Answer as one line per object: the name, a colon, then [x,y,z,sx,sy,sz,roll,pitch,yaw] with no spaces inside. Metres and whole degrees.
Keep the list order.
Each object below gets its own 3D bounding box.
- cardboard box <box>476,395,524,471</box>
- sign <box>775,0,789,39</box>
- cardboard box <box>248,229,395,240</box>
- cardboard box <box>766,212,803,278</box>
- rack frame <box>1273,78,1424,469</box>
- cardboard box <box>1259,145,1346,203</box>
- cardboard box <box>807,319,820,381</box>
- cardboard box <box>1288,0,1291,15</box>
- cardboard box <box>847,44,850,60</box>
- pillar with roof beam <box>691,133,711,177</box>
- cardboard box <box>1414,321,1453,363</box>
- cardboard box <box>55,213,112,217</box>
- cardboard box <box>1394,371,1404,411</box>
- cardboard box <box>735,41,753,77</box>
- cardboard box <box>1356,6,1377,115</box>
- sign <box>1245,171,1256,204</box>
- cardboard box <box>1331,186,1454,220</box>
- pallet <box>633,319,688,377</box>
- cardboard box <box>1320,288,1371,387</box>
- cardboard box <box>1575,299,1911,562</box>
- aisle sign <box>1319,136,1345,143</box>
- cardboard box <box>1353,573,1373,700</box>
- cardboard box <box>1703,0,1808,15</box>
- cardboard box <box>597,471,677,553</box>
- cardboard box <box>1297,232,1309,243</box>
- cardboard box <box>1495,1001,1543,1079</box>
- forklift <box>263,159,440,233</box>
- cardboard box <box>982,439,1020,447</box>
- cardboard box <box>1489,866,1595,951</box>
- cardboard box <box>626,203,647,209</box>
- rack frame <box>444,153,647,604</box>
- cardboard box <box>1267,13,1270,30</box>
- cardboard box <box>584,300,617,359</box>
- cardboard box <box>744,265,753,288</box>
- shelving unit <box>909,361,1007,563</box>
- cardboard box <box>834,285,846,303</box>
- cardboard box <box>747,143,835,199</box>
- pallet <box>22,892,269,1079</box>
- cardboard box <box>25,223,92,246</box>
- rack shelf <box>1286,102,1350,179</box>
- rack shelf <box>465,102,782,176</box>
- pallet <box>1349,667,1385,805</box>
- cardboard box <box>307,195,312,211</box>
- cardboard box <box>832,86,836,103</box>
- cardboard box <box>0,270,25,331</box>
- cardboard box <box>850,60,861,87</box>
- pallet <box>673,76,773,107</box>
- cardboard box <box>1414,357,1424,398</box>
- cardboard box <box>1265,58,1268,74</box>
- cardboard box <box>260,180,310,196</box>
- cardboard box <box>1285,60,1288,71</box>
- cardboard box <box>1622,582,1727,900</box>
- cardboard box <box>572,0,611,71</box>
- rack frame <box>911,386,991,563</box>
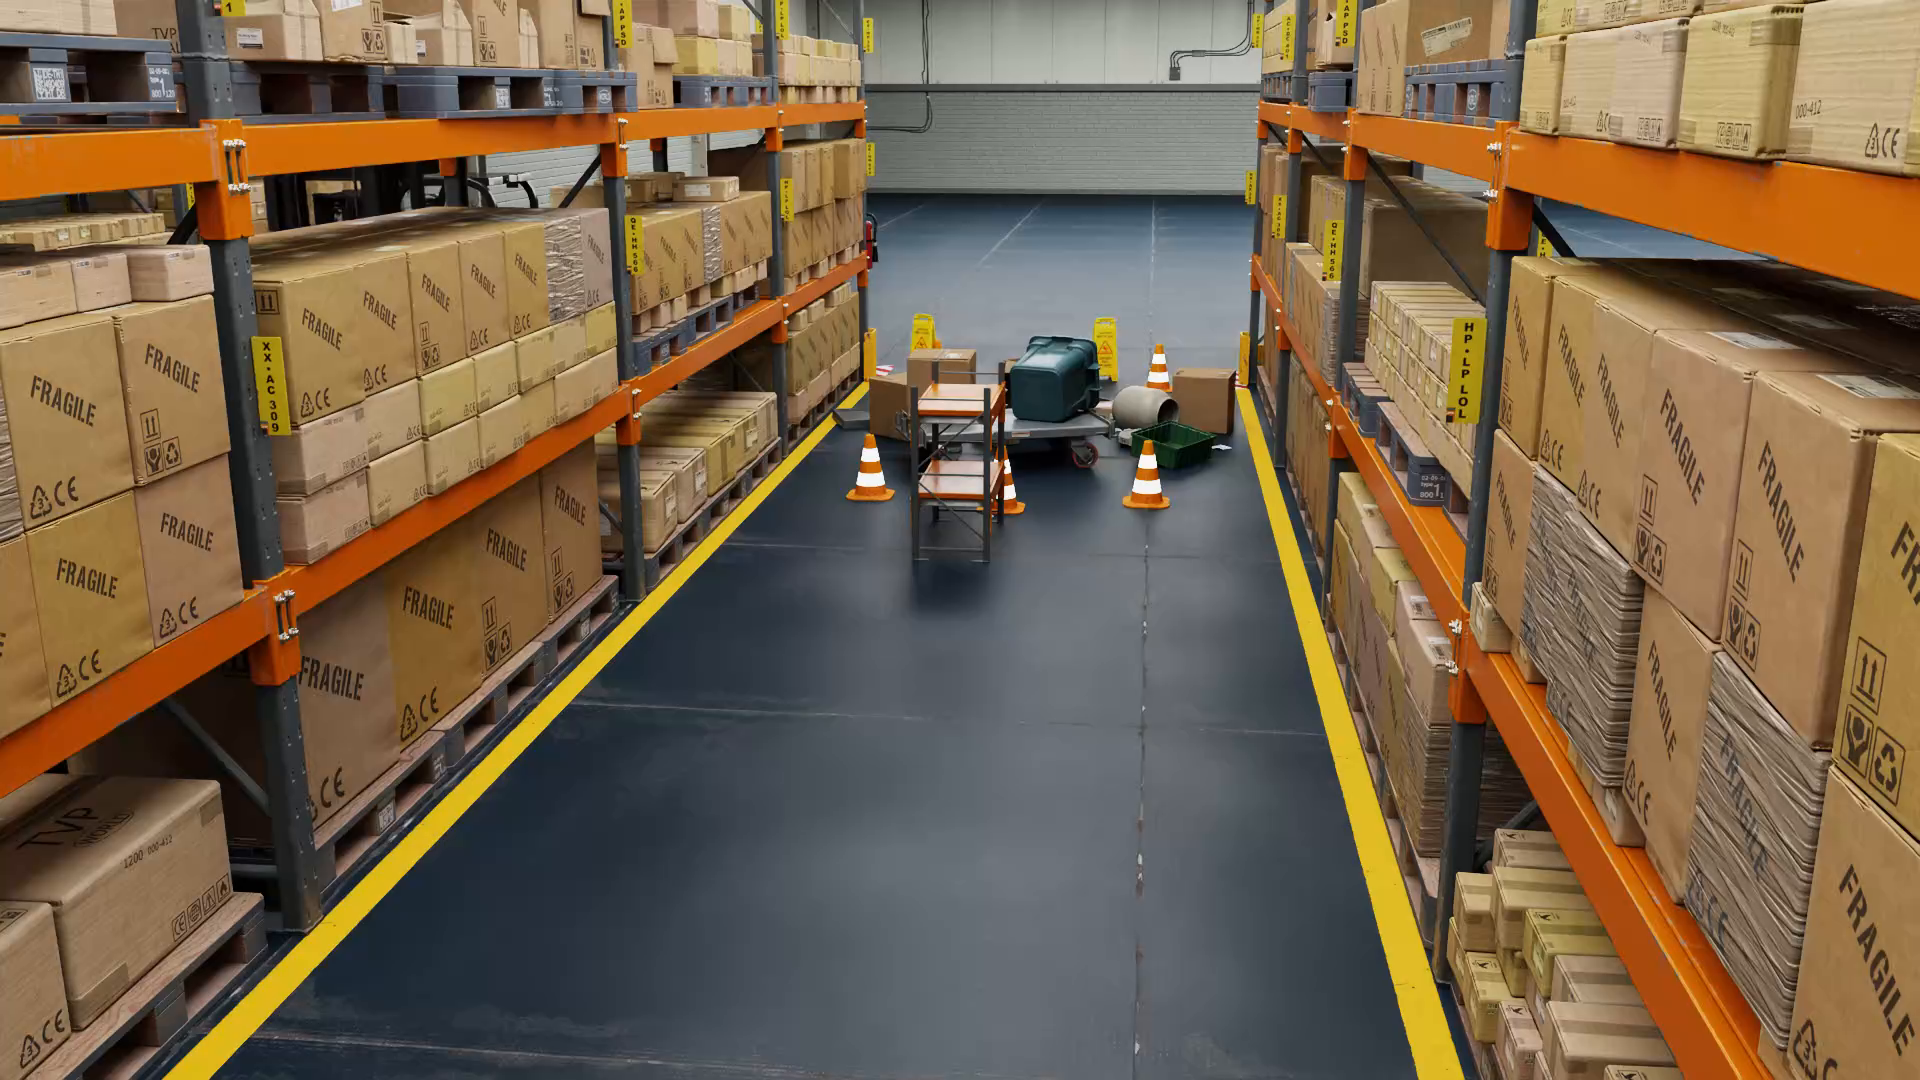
cardboard box: [-2.311,-0.495,7.535,0.500,0.250,0.500,1,15,5]
sign: [-1.365,-4.012,12.763,0.100,0.325,0.005,2,15,6]
cardboard box: [-2.847,-1.120,7.449,0.500,0.500,0.500,2,15,7]
cardboard box: [-1.590,-2.438,13.670,0.500,0.500,0.500,2,15,6]
rack frame: [3.013,-2.021,12.888,1.000,3.000,0.127,2,15,6]
cardboard box: [3.384,-3.557,16.213,0.875,0.550,0.550,2,15,6]
cardboard box: [-1.533,-1.662,14.588,0.500,0.500,0.500,2,15,9]
cardboard box: [2.766,-4.153,12.985,0.380,0.149,0.250,2,15,6]
cardboard box: [-1.278,-4.727,16.104,0.380,0.149,0.250,2,15,7]
pillar with roof beam: [-1.063,-10.606,33.147,9.100,9.000,0.400,2,15,6]
cardboard box: [2.138,-0.832,7.030,0.380,0.149,0.250,1,15,5]
cardboard box: [-7.102,-2.562,13.456,0.380,0.149,0.250,1,15,5]
cardboard box: [2.194,-0.676,7.591,0.380,0.149,0.250,2,15,8]
cardboard box: [-1.839,-3.563,12.328,0.500,0.250,0.500,1,15,5]
cardboard box: [2.233,-2.339,8.128,0.500,0.500,0.500,2,15,6]
sign: [2.914,-3.532,16.668,0.100,0.325,0.005,2,15,6]
cardboard box: [2.791,-2.027,10.805,0.700,0.500,0.500,2,15,6]
pallet: [-2.394,-1.198,10.214,1.213,0.211,1.003,2,15,6]
cardboard box: [2.346,-1.156,9.500,0.500,0.500,0.500,2,15,6]
cardboard box: [1.686,-0.246,3.647,0.500,0.500,0.500,2,15,7]
aisle sign: [3.770,-4.323,16.421,0.394,0.787,0.004,2,15,6]
cardboard box: [2.122,0.460,7.697,0.500,0.500,0.500,1,15,5]
cardboard box: [1.644,-1.048,2.875,0.500,0.250,0.500,1,15,4]
cardboard box: [-2.294,-0.183,10.323,0.950,0.372,0.625,1,15,2]
cardboard box: [3.043,-2.189,13.224,0.875,0.550,0.550,2,15,6]
cardboard box: [1.744,1.448,4.718,0.380,0.149,0.250,2,15,6]
forklift: [-4.408,-1.892,12.543,1.130,2.935,3.031,2,15,6]
cardboard box: [0.308,-0.968,14.235,0.258,0.266,0.396,-10,18,-32]
cardboard box: [1.776,1.093,4.889,0.380,0.149,0.250,2,15,9]
cardboard box: [-2.427,-2.030,11.358,0.500,0.500,0.500,1,15,4]
rack frame: [-2.368,-1.103,9.494,1.000,3.000,0.127,2,15,6]
cardboard box: [3.053,-4.812,15.423,0.380,0.149,0.250,1,15,5]
cardboard box: [-2.170,-1.139,8.956,0.500,0.250,0.500,2,15,6]
cardboard box: [-1.741,-1.944,12.283,0.380,0.149,0.250,1,15,5]
shelving unit: [-0.001,-0.541,11.009,0.538,1.125,1.048,2,15,6]
cardboard box: [-1.303,-2.350,15.892,0.380,0.149,0.250,2,15,7]
cardboard box: [-1.520,-3.322,15.023,0.700,0.500,0.500,2,15,6]
pallet: [-2.983,1.476,5.300,1.003,0.211,1.213,2,15,6]
cardboard box: [-6.748,-2.284,12.428,0.380,0.149,0.250,1,15,5]
rack shelf: [2.787,-2.603,10.672,1.077,0.370,4.000,2,15,6]
rack shelf: [-2.142,-2.722,11.114,1.077,0.370,4.000,2,15,6]
pallet: [2.332,0.881,7.499,1.003,0.211,1.213,2,15,6]
cardboard box: [-6.397,-3.191,15.781,0.380,0.149,0.250,2,15,6]
cardboard box: [-1.363,-4.140,15.462,0.380,0.149,0.250,2,15,6]
cardboard box: [-2.724,-0.624,4.375,0.380,0.149,0.250,2,15,6]
cardboard box: [-1.255,-4.556,16.236,0.500,0.250,0.500,2,15,6]
pallet: [-2.092,-3.341,12.383,1.213,0.211,1.003,2,15,6]
cardboard box: [2.137,-0.685,7.054,0.380,0.149,0.250,2,15,8]
cardboard box: [3.050,-4.425,15.520,0.380,0.149,0.250,2,15,6]
cardboard box: [-6.396,-3.331,15.729,0.380,0.149,0.250,2,15,7]
cardboard box: [2.765,-3.768,13.087,0.380,0.149,0.250,2,15,7]
cardboard box: [1.631,0.381,3.243,0.500,0.500,0.500,2,15,9]
cardboard box: [-2.261,-2.701,8.656,0.797,0.503,0.637,1,15,3]
rack frame: [-0.058,-0.409,10.521,0.500,1.125,0.032,2,15,6]
